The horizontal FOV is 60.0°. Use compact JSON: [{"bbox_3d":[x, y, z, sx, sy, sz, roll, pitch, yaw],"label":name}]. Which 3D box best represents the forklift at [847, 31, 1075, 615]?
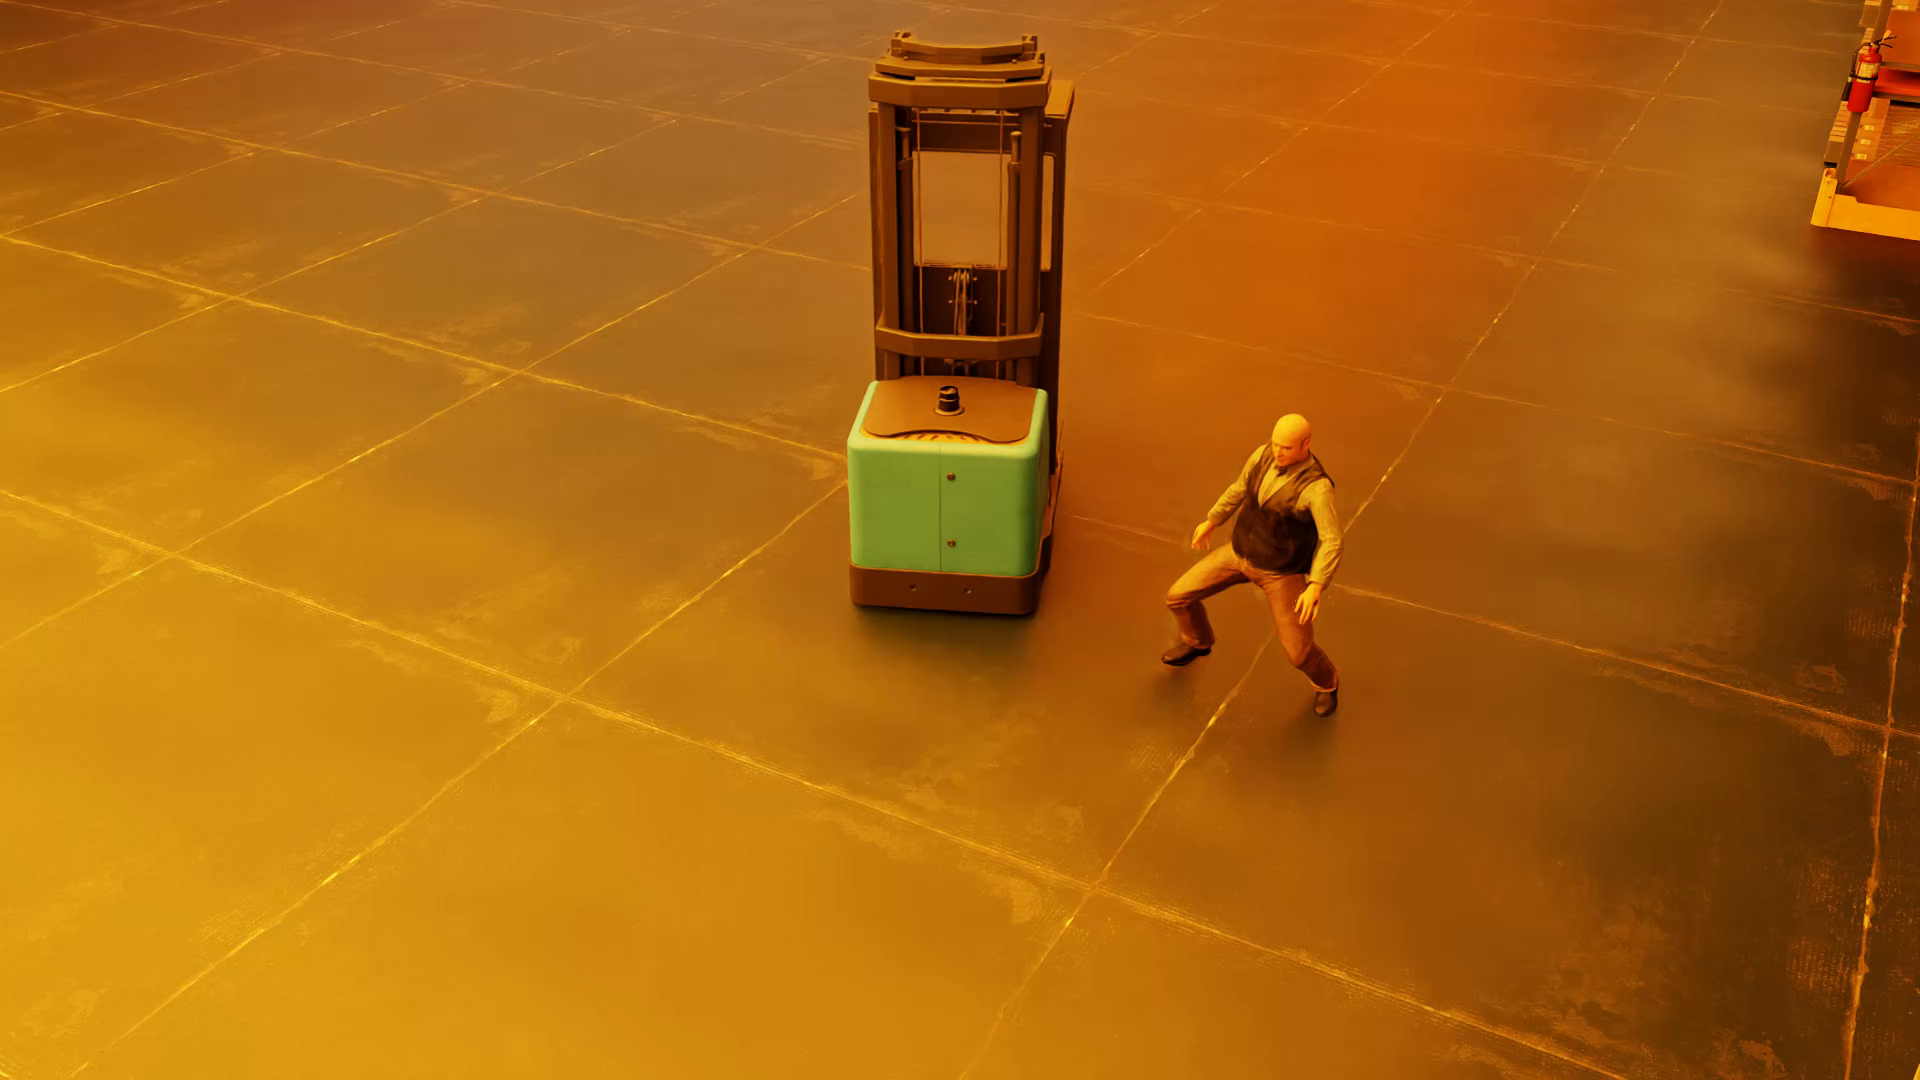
[{"bbox_3d":[0.072,-1.572,9.794,1.130,2.935,3.031,3,30,6],"label":"forklift"}]

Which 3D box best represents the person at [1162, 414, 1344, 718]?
[{"bbox_3d":[1.547,0.110,8.259,0.692,1.589,0.939,-20,35,-30],"label":"person"}]
